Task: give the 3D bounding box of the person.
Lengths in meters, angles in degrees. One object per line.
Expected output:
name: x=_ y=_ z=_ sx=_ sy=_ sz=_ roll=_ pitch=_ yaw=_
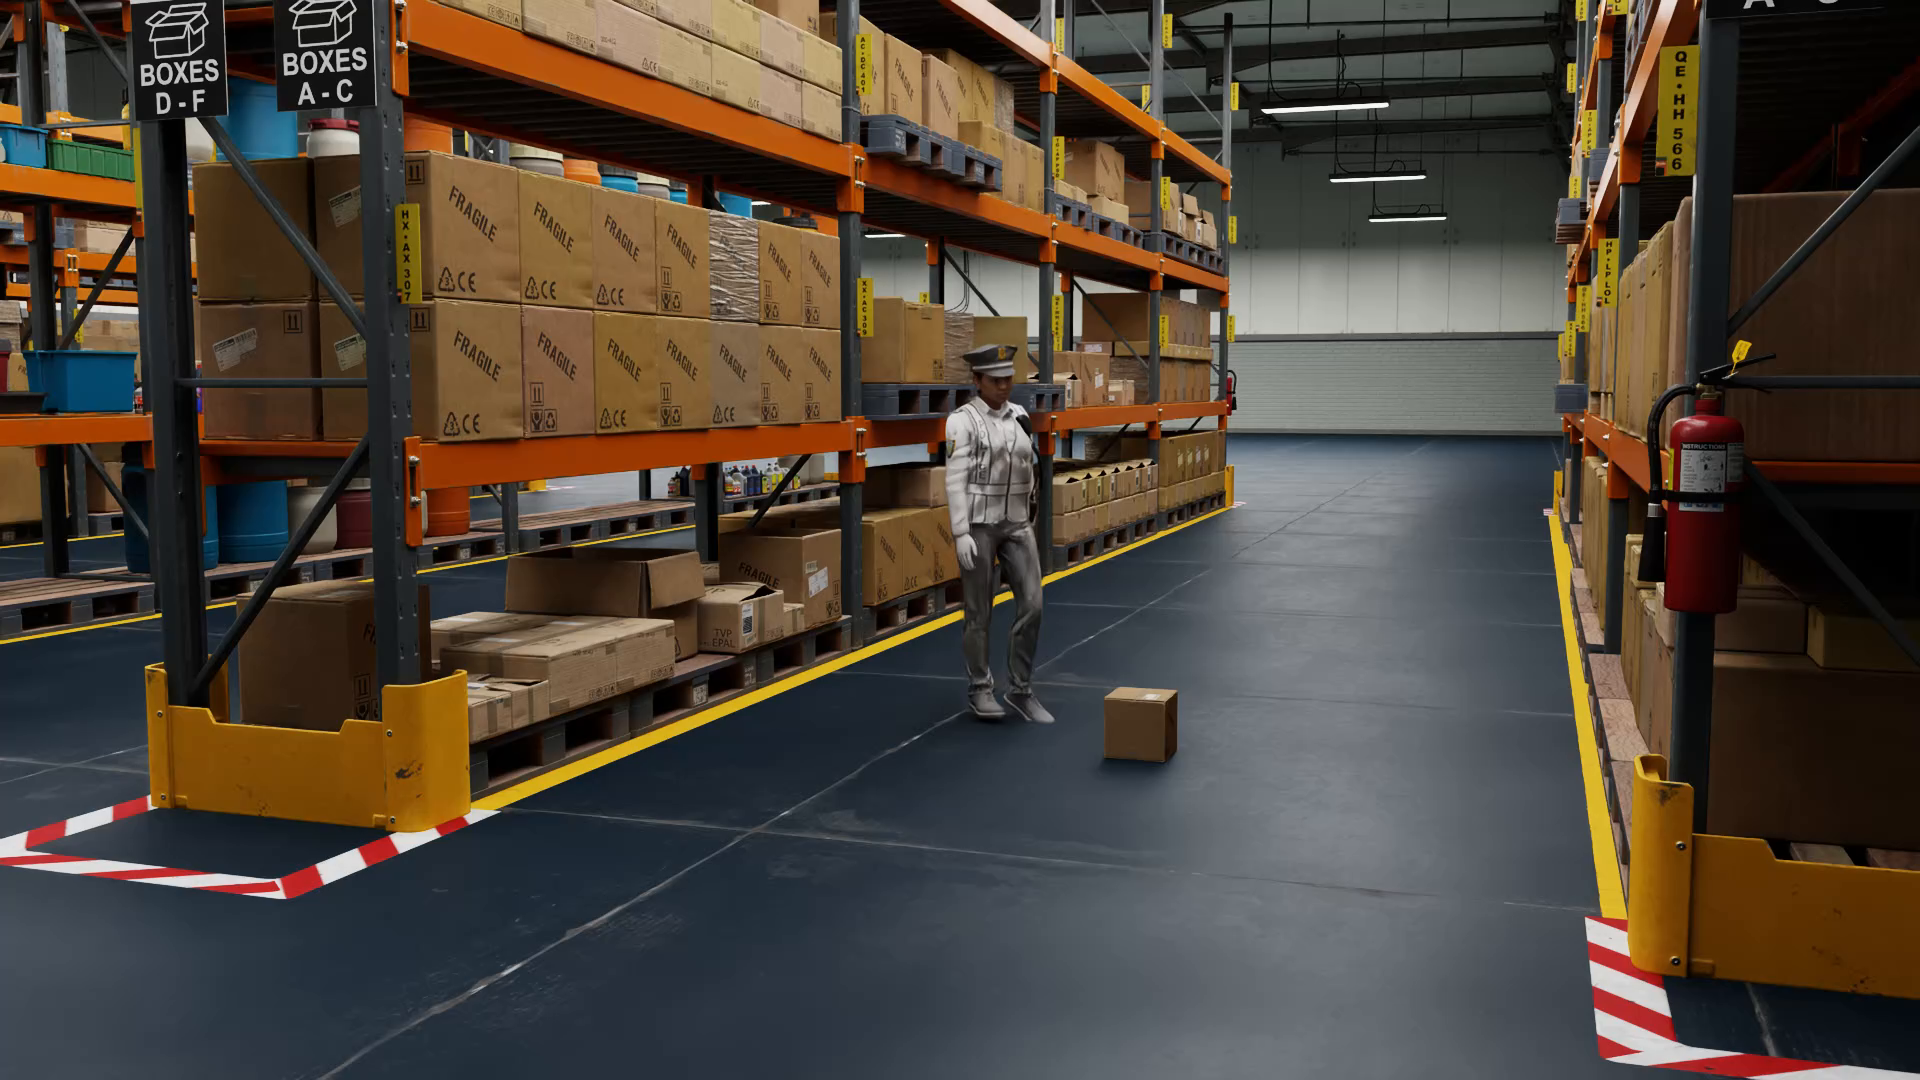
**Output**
person: x=0.151 y=-0.009 z=7.416 sx=0.489 sy=1.716 sz=0.362 roll=-3 pitch=6 yaw=-27
